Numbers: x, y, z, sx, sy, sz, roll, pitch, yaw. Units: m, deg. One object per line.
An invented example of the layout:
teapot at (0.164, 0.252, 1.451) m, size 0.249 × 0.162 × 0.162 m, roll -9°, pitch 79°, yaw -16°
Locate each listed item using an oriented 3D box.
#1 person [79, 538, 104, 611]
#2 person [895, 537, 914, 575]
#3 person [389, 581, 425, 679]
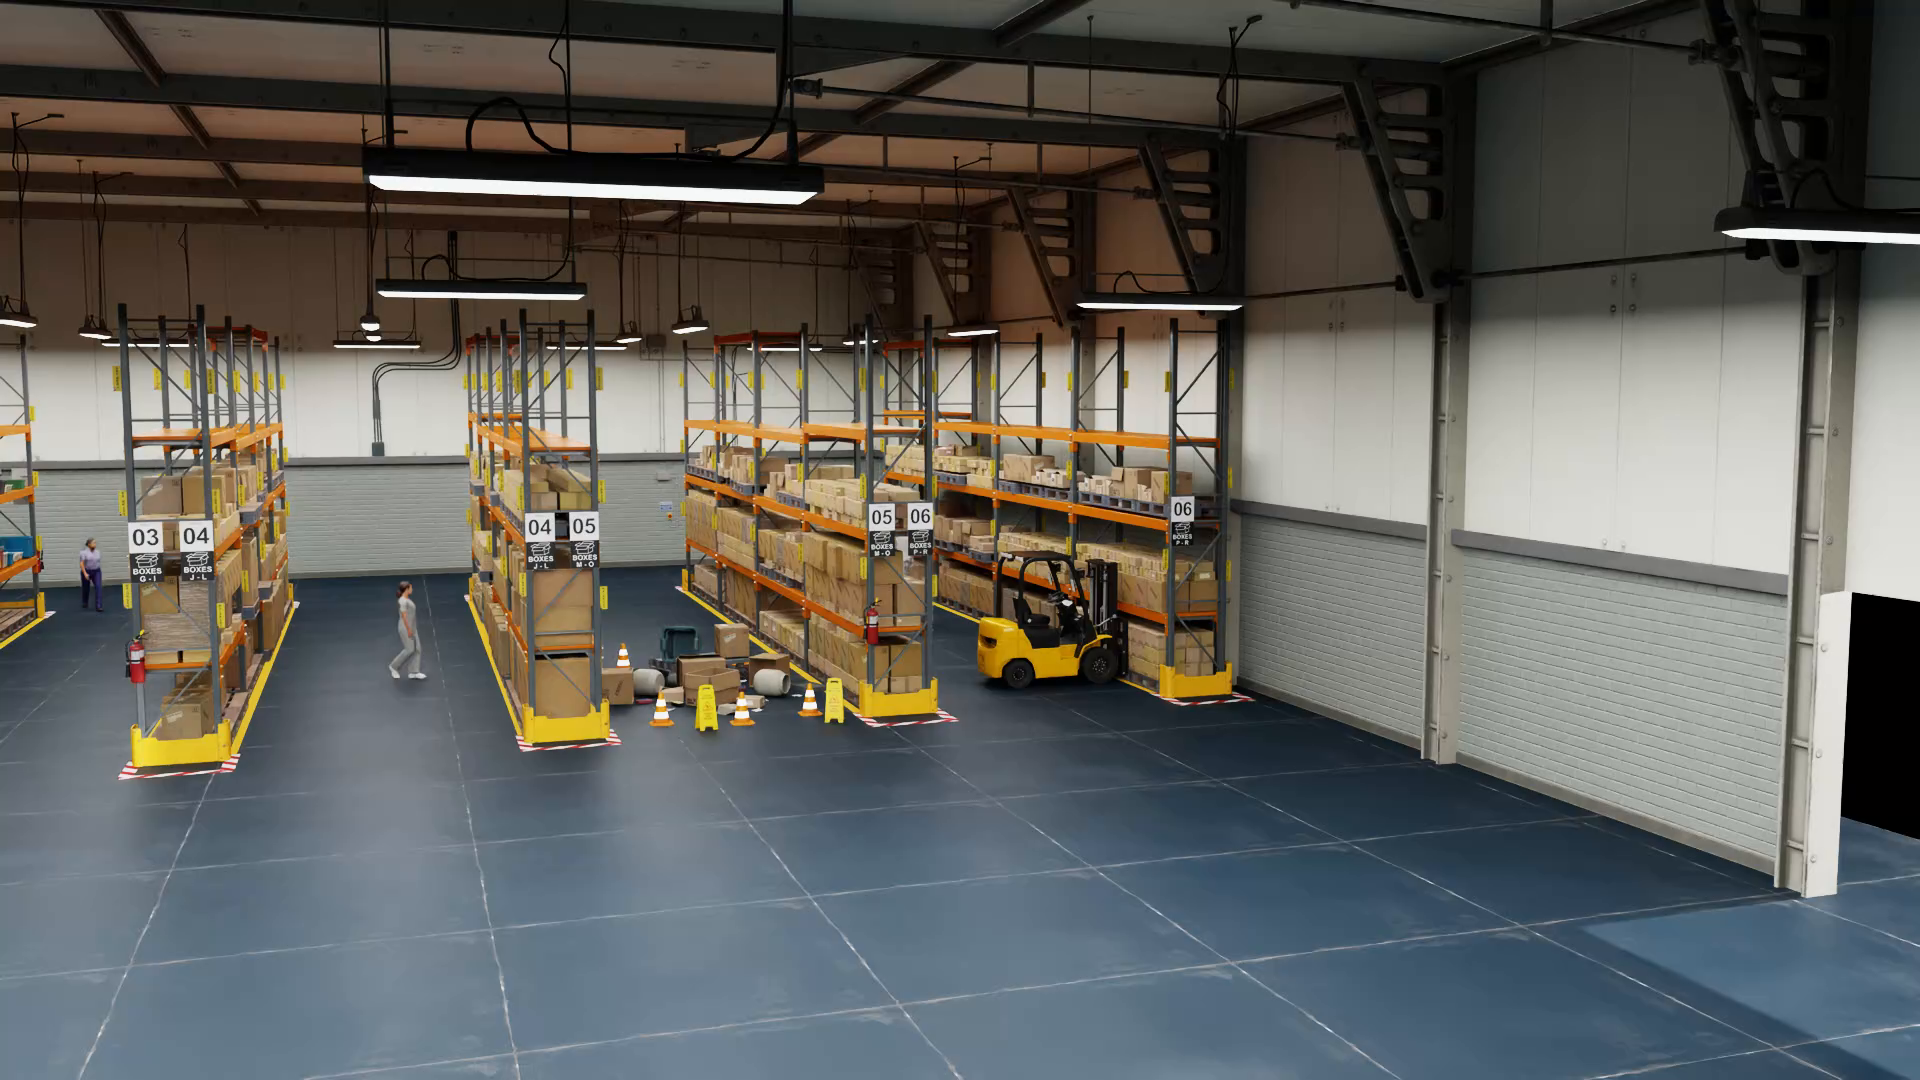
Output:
person at (-19.032, 0.845, 36.415) m, size 0.445 × 1.413 × 0.940 m, roll -4°, pitch 7°, yaw -35°
person at (-1.289, 0.494, 35.270) m, size 0.484 × 1.868 × 0.542 m, roll -4°, pitch 7°, yaw -37°
person at (-9.372, 1.515, 28.169) m, size 0.603 × 1.658 × 0.482 m, roll 0°, pitch 5°, yaw 5°
